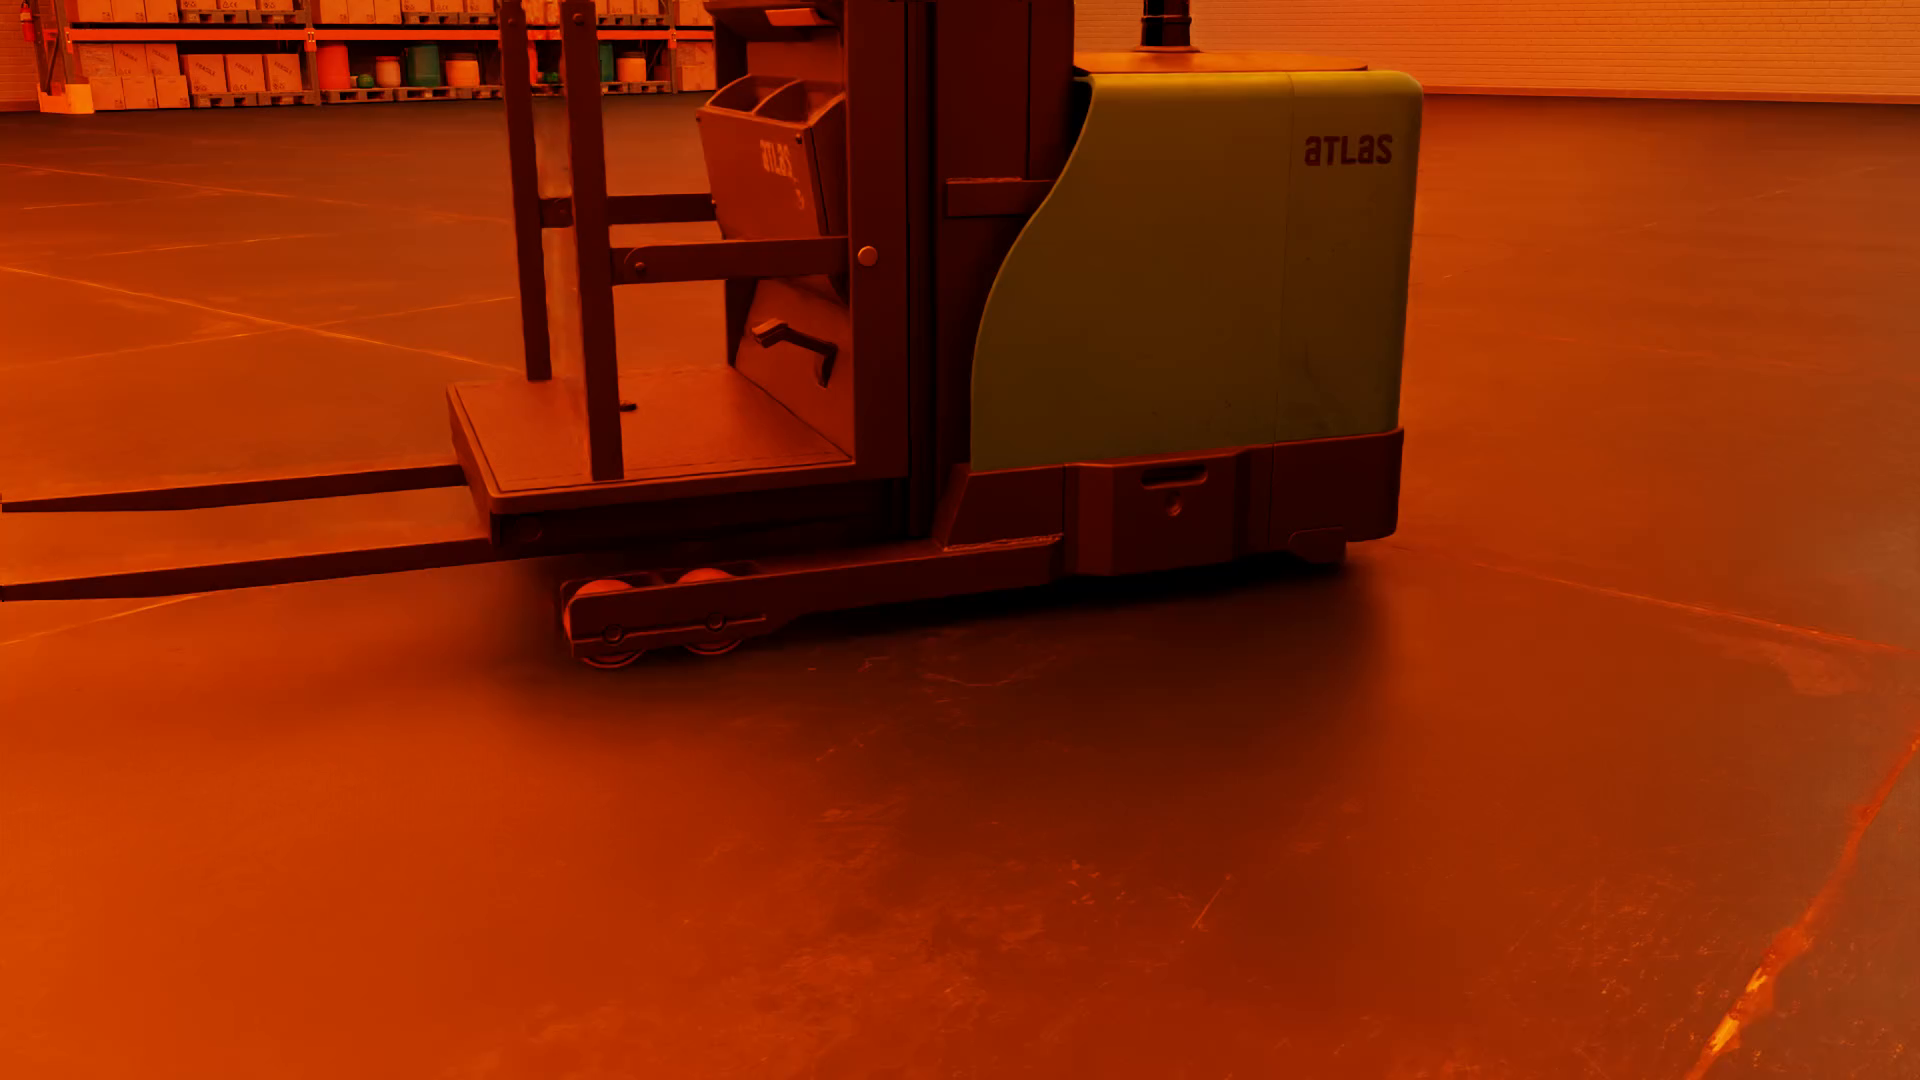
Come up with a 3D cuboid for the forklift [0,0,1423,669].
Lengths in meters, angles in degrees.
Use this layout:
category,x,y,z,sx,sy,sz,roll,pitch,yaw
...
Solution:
category,x,y,z,sx,sy,sz,roll,pitch,yaw
forklift,-0.580,-1.332,3.286,3.031,2.935,1.130,-6,18,-20
